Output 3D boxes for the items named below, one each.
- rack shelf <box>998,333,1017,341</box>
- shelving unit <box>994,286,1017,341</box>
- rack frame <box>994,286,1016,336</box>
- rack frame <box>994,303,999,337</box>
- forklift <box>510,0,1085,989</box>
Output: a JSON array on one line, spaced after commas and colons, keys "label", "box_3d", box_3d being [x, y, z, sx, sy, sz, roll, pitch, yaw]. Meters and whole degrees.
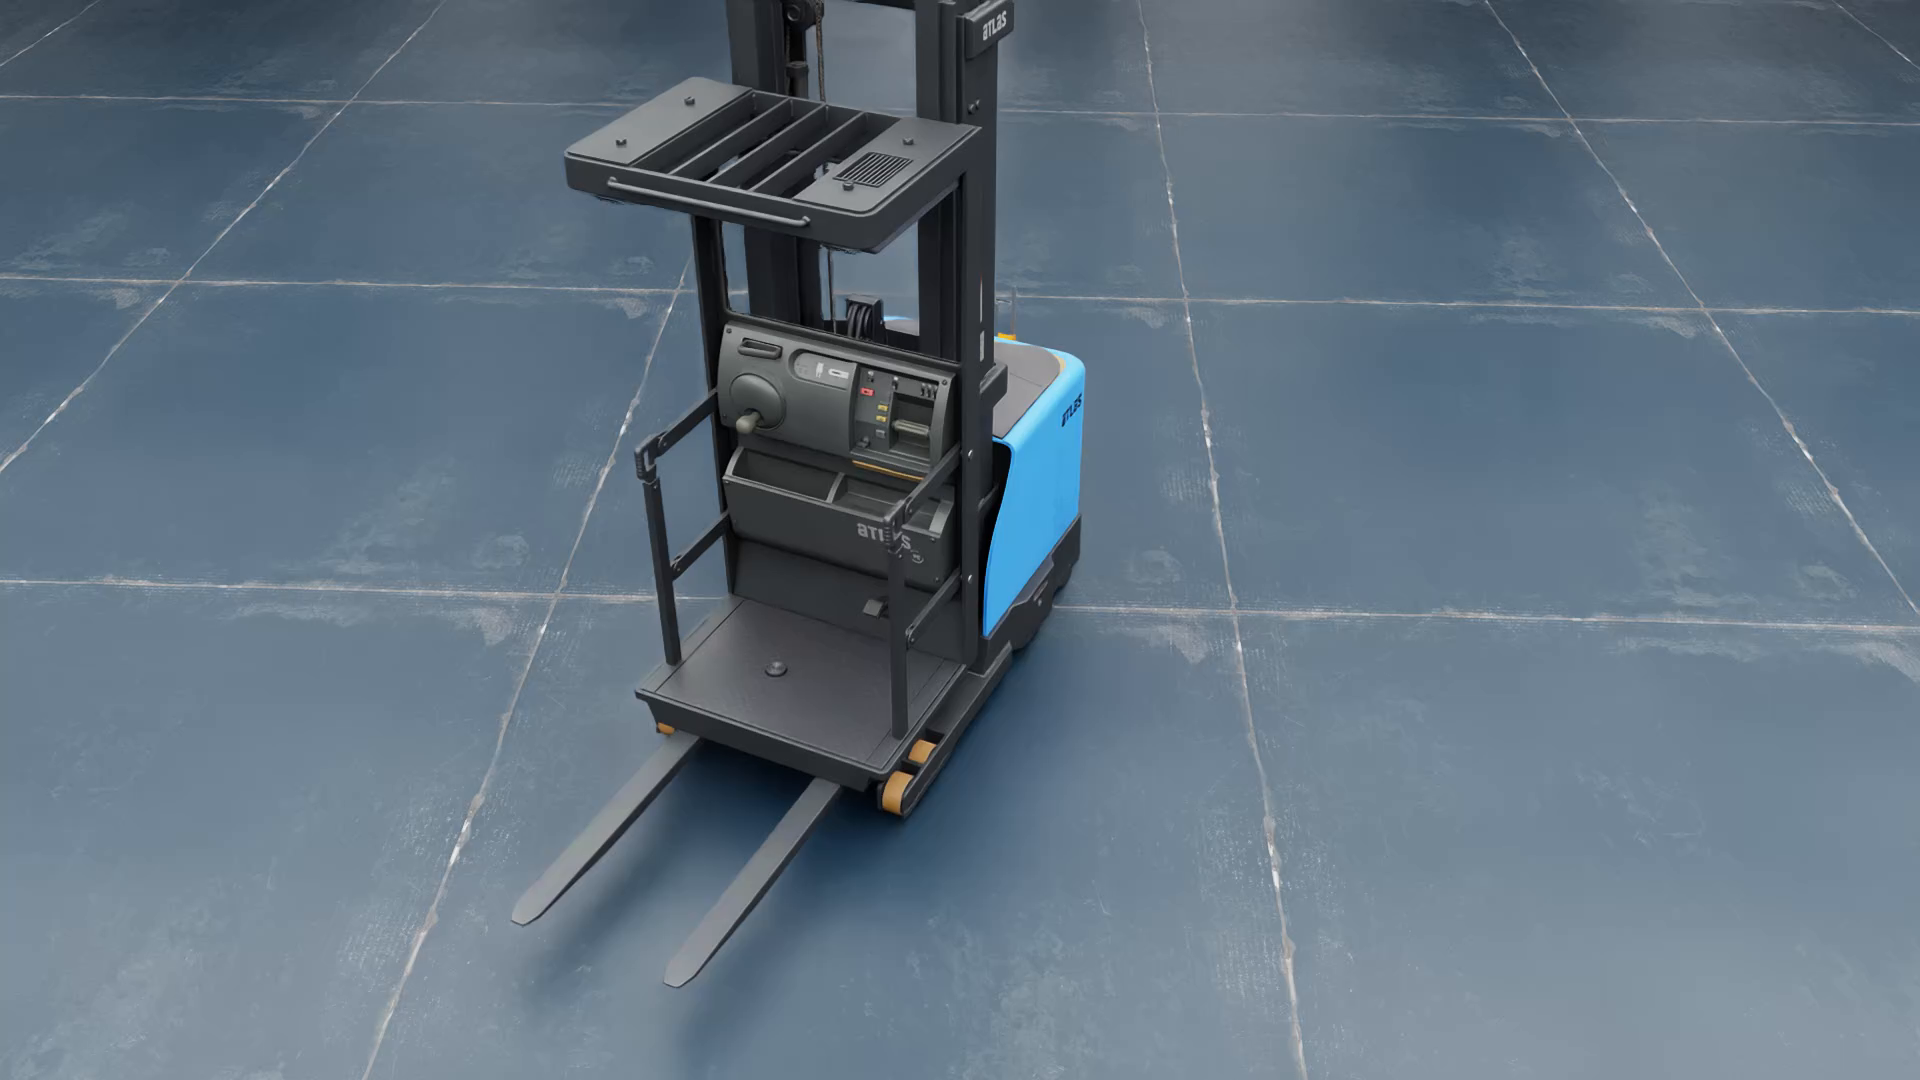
[{"label": "rack shelf", "box_3d": [0.096, -0.850, 7.367, 0.258, 0.103, 0.180, 15, 38, 21]}, {"label": "shelving unit", "box_3d": [0.096, -0.591, 7.548, 0.258, 1.200, 0.189, 15, 38, 21]}, {"label": "rack frame", "box_3d": [0.136, -0.639, 7.616, 0.240, 1.200, 0.006, 15, 38, 21]}, {"label": "rack frame", "box_3d": [0.057, -0.544, 7.481, 0.240, 1.200, 0.006, 15, 38, 21]}, {"label": "forklift", "box_3d": [-0.551, -0.450, 5.841, 1.130, 2.935, 3.031, 15, 38, 21]}]
